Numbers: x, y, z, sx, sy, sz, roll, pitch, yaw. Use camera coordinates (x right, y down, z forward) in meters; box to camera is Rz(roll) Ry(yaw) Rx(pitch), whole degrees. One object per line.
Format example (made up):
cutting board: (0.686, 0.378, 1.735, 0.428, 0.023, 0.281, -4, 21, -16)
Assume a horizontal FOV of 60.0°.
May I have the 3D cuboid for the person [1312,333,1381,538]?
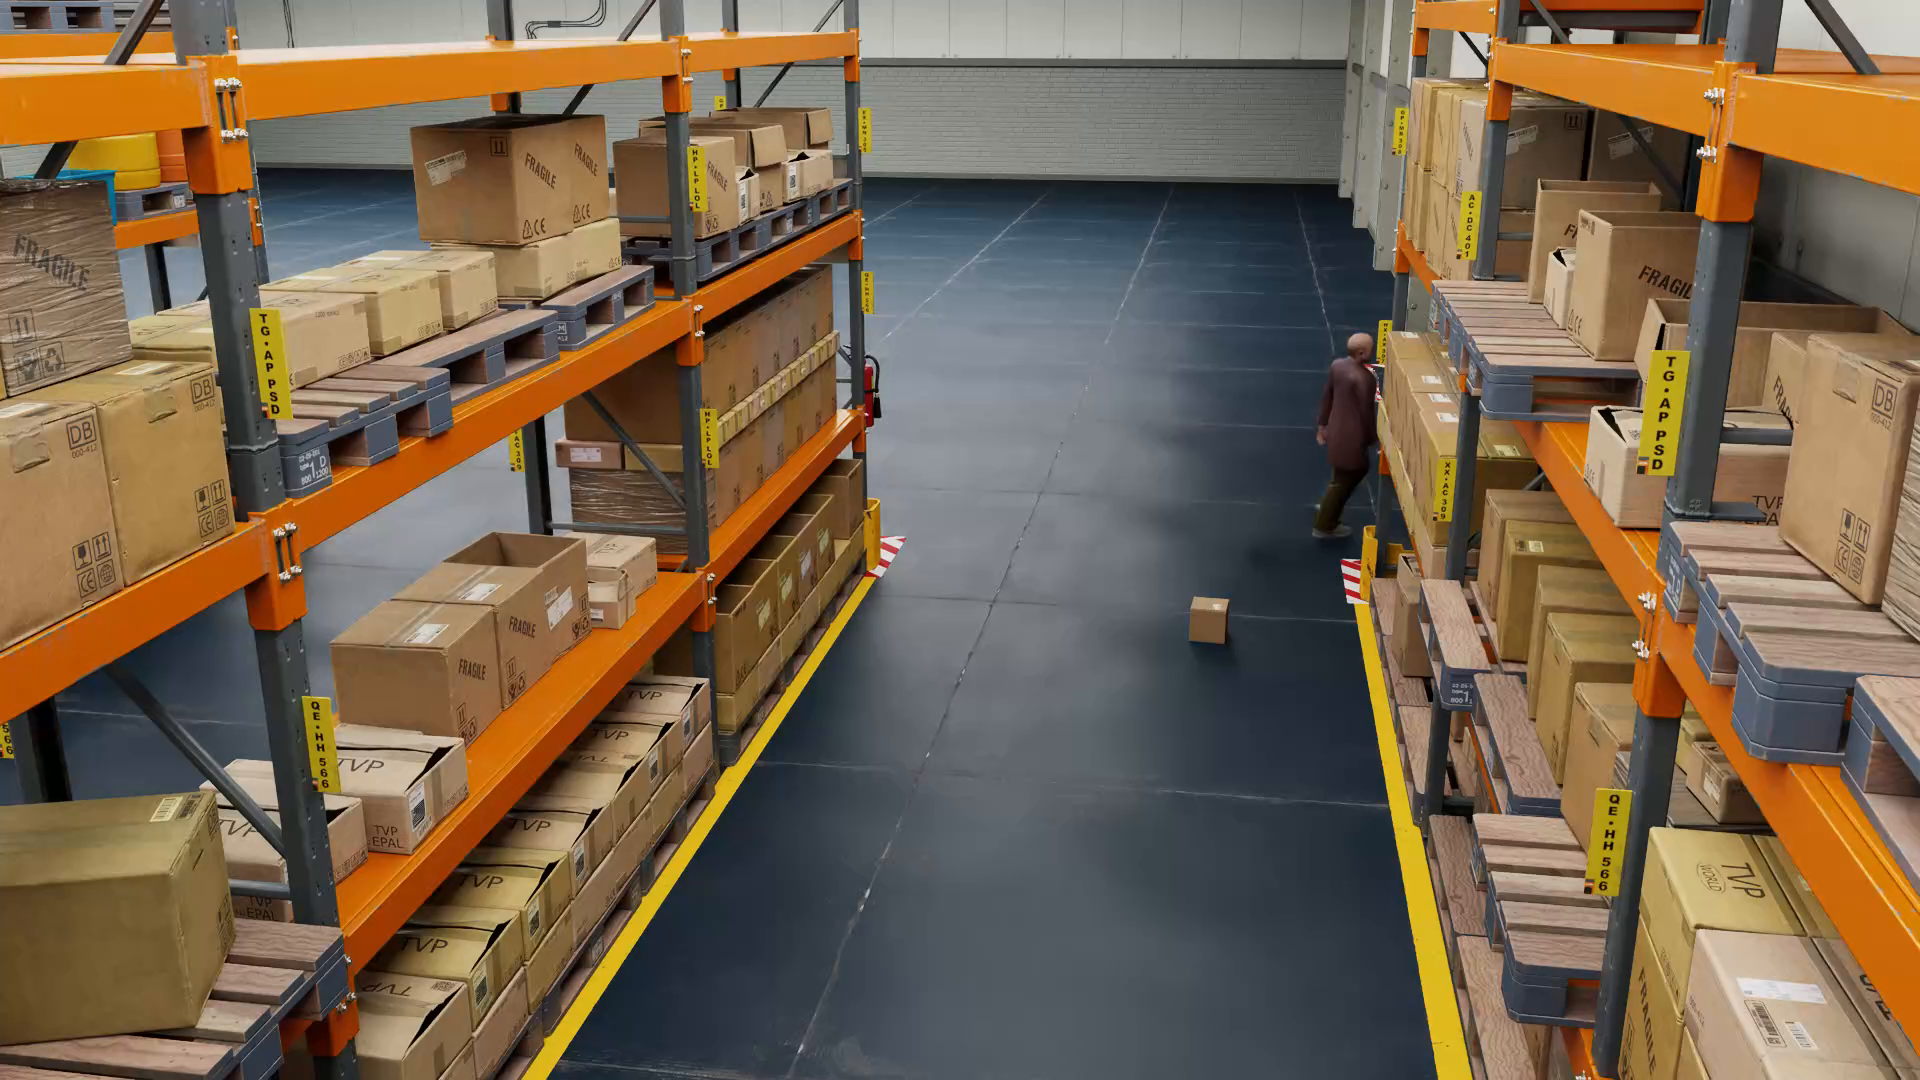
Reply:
person: (3.228, -0.846, 13.713, 0.547, 1.788, 0.652, -4, 18, -12)
